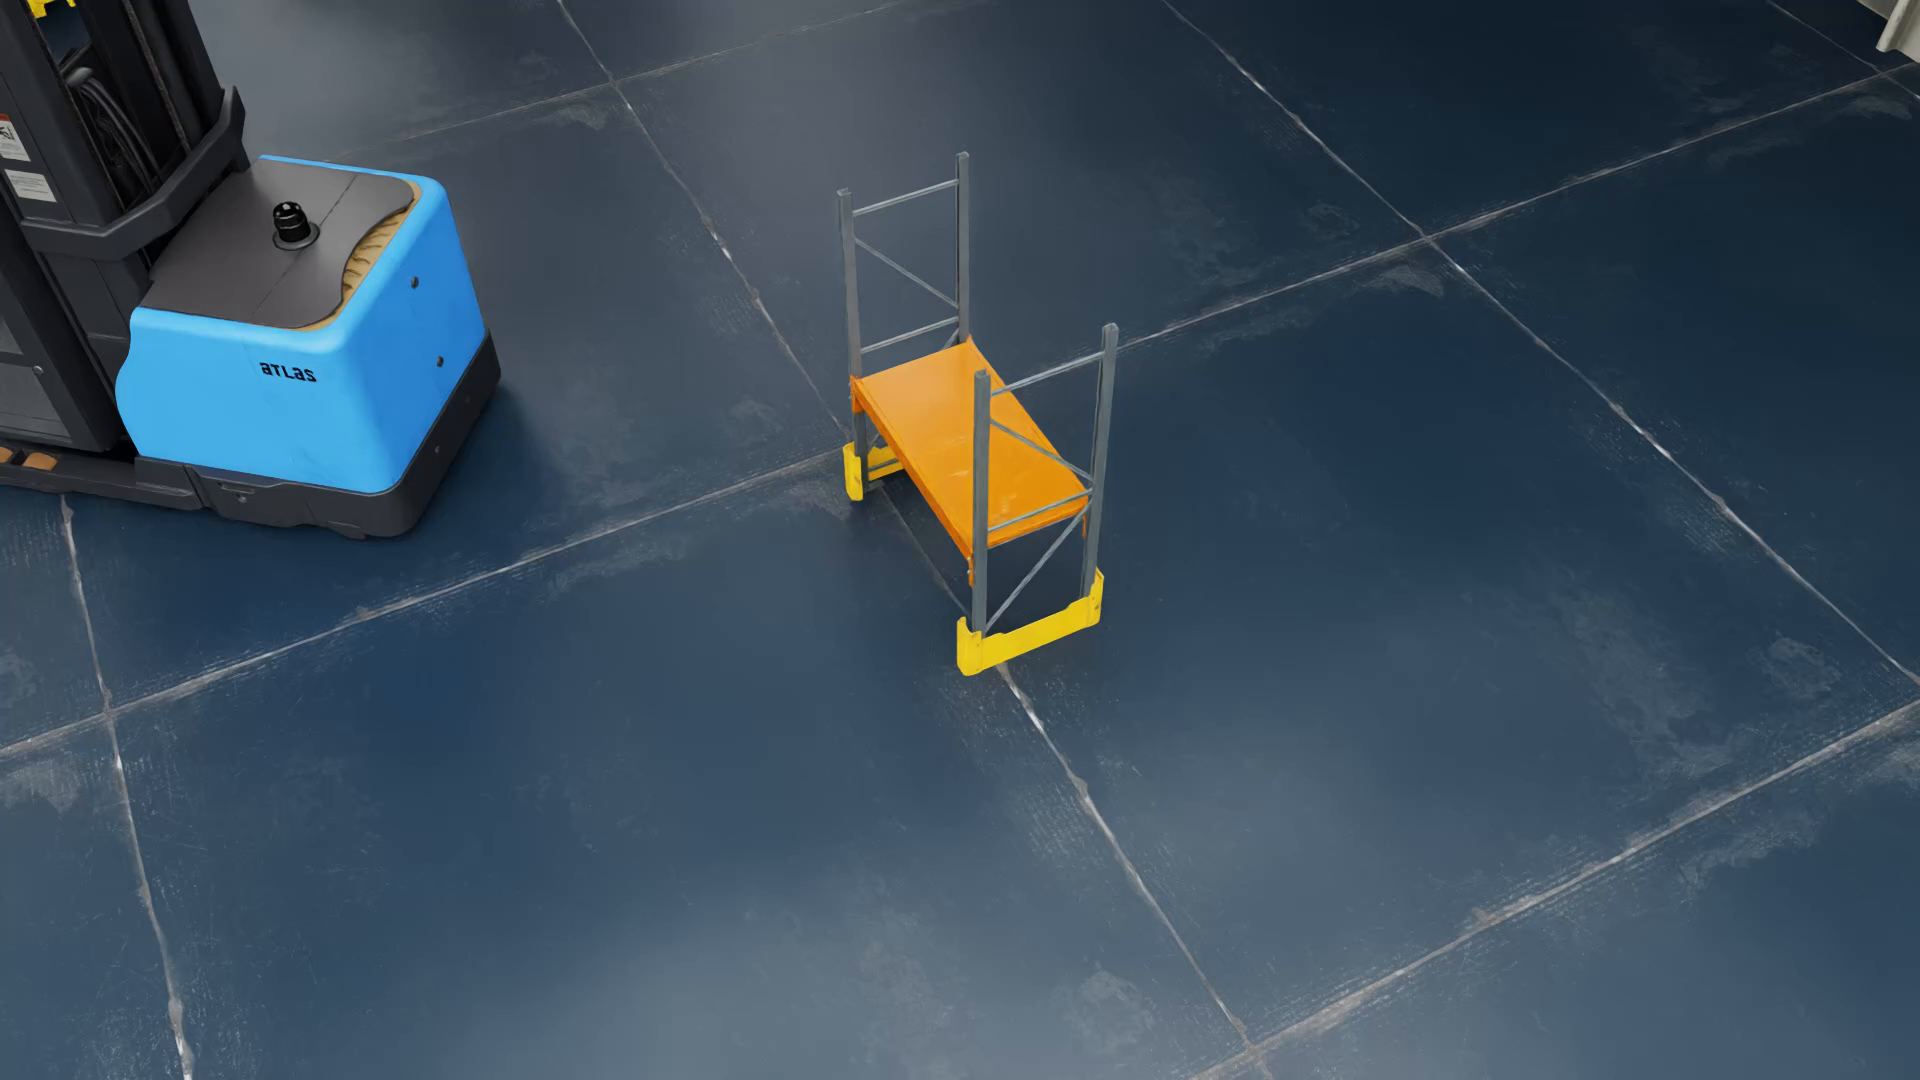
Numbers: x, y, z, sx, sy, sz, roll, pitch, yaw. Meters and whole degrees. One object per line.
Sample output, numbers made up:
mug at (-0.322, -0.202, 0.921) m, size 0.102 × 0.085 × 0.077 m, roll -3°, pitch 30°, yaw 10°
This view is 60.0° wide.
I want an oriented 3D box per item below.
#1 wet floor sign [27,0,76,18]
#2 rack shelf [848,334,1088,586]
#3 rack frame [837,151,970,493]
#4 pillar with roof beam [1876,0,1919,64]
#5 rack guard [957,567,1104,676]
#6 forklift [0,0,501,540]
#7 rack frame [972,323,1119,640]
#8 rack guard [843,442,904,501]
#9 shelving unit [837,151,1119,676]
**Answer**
wet floor sign at (-5.060, -3.207, 9.019) m, size 0.267 × 0.644 × 0.232 m, roll -30°, pitch 55°, yaw -23°
rack shelf at (0.039, -0.318, 6.164) m, size 0.538 × 0.185 × 1.000 m, roll -21°, pitch 52°, yaw -18°
rack frame at (-0.194, -0.777, 6.326) m, size 0.500 × 1.500 × 0.032 m, roll -21°, pitch 52°, yaw -18°
pillar with roof beam at (1.334, -4.058, 4.213) m, size 9.100 × 9.000 × 0.400 m, roll -21°, pitch 52°, yaw -18°
rack guard at (0.263, 0.302, 6.212) m, size 0.587 × 0.250 × 0.087 m, roll -21°, pitch 52°, yaw -18°
forklift at (-3.549, -1.540, 6.042) m, size 3.031 × 2.935 × 1.130 m, roll 9°, pitch 49°, yaw 8°
rack frame at (-3.455, -5.662, 10.399) m, size 0.520 × 1.800 × 16.358 m, roll -21°, pitch 52°, yaw -18°
rack guard at (-0.193, -0.365, 6.795) m, size 0.587 × 0.250 × 0.087 m, roll -21°, pitch 52°, yaw -18°
shelving unit at (-3.462, -5.656, 10.394) m, size 0.587 × 1.800 × 16.366 m, roll -21°, pitch 52°, yaw -18°
